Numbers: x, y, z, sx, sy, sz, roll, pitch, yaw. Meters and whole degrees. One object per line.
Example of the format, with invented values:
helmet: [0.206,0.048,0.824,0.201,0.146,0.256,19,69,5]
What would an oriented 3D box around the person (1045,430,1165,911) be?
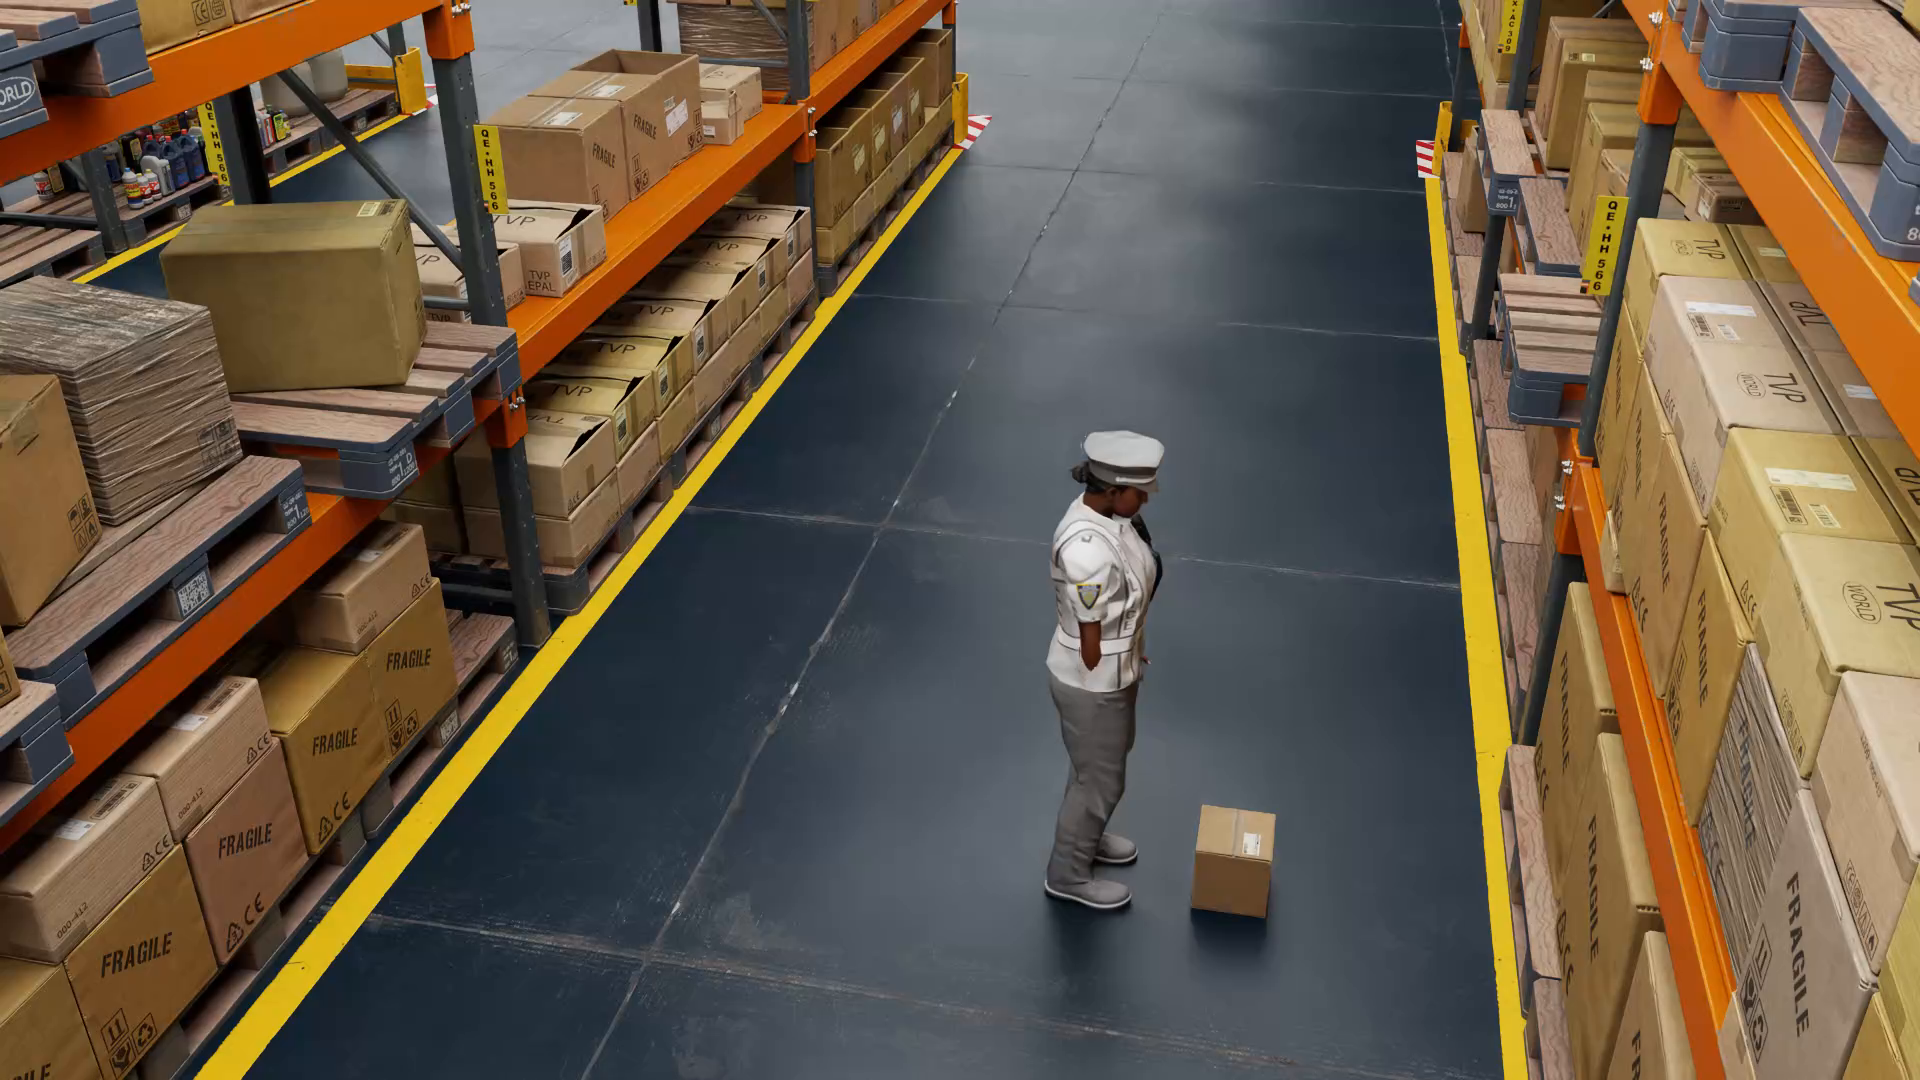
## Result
person: [0.455,0.420,5.383,0.336,1.653,0.440,7,30,12]
